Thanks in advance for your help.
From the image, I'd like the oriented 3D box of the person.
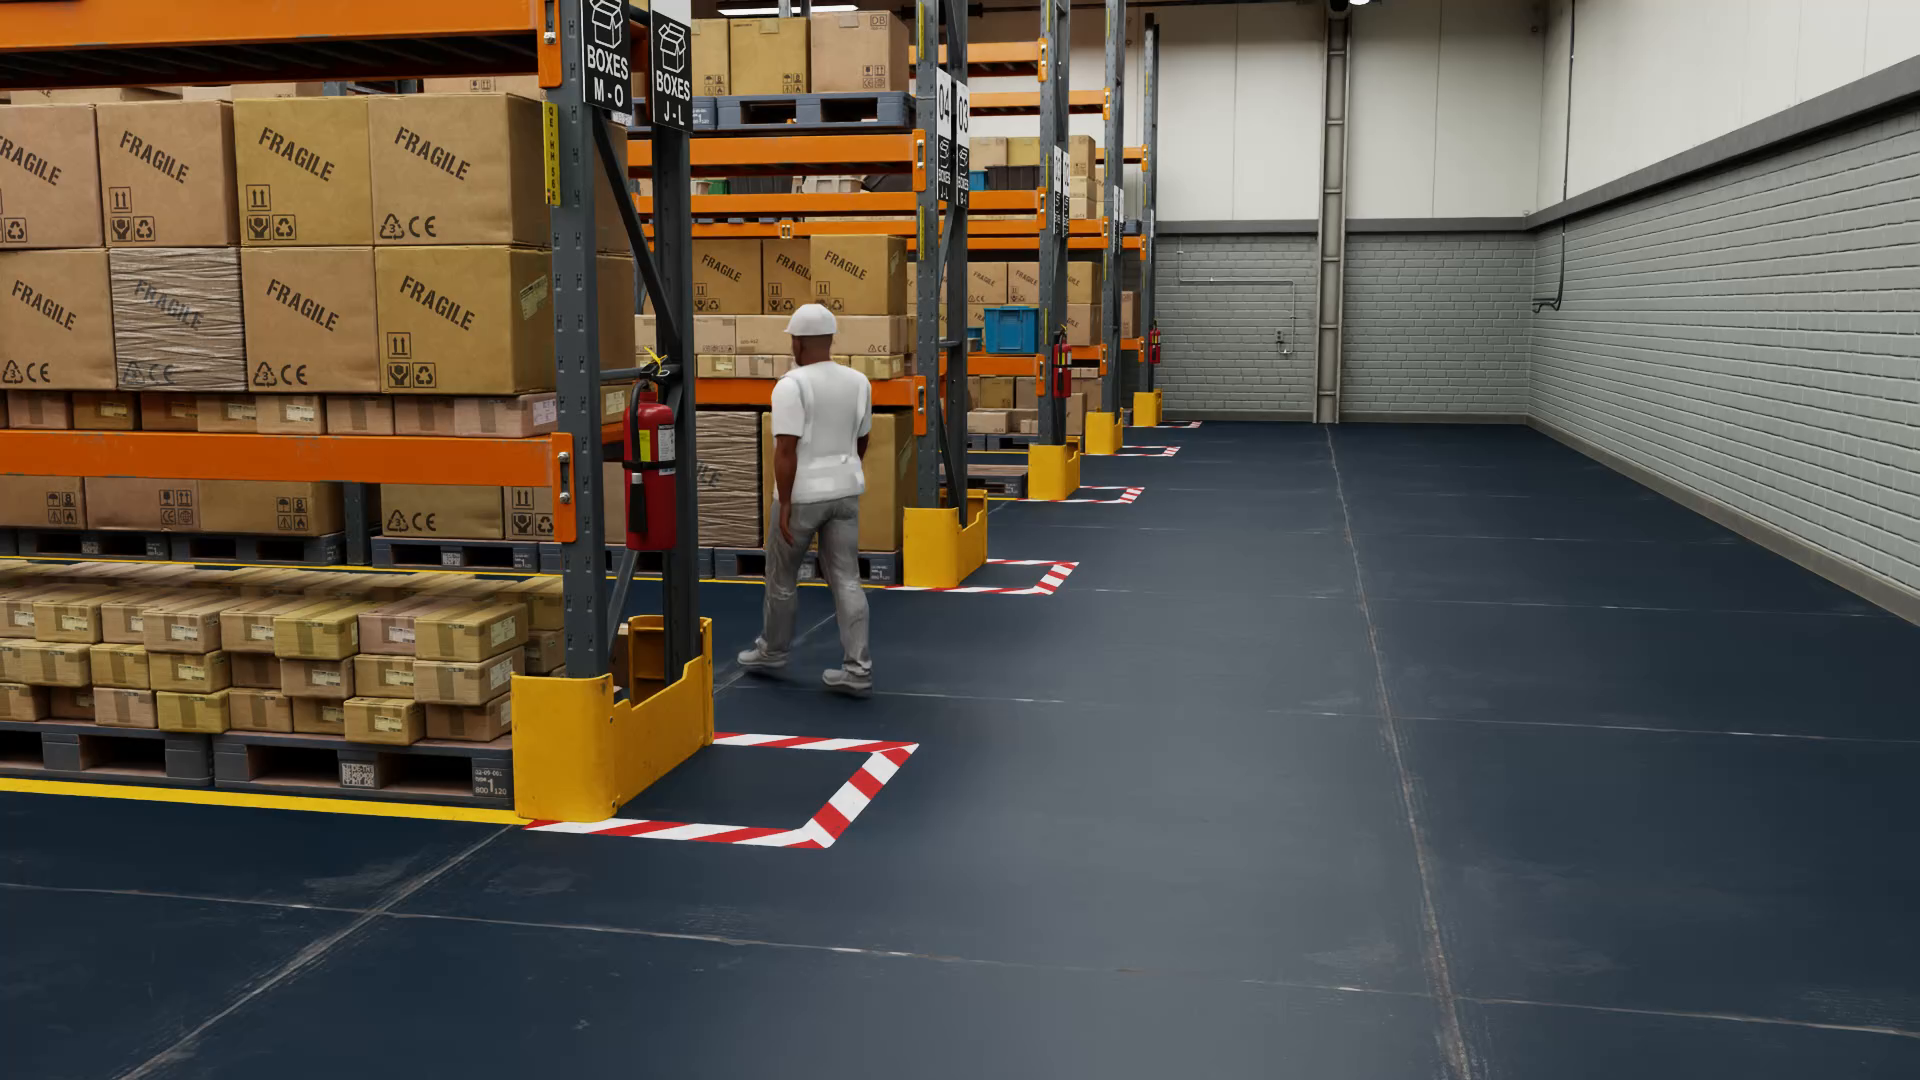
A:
[{"bbox_3d":[-0.696,-0.217,7.666,0.587,1.724,0.910,-5,9,-33],"label":"person"}]
